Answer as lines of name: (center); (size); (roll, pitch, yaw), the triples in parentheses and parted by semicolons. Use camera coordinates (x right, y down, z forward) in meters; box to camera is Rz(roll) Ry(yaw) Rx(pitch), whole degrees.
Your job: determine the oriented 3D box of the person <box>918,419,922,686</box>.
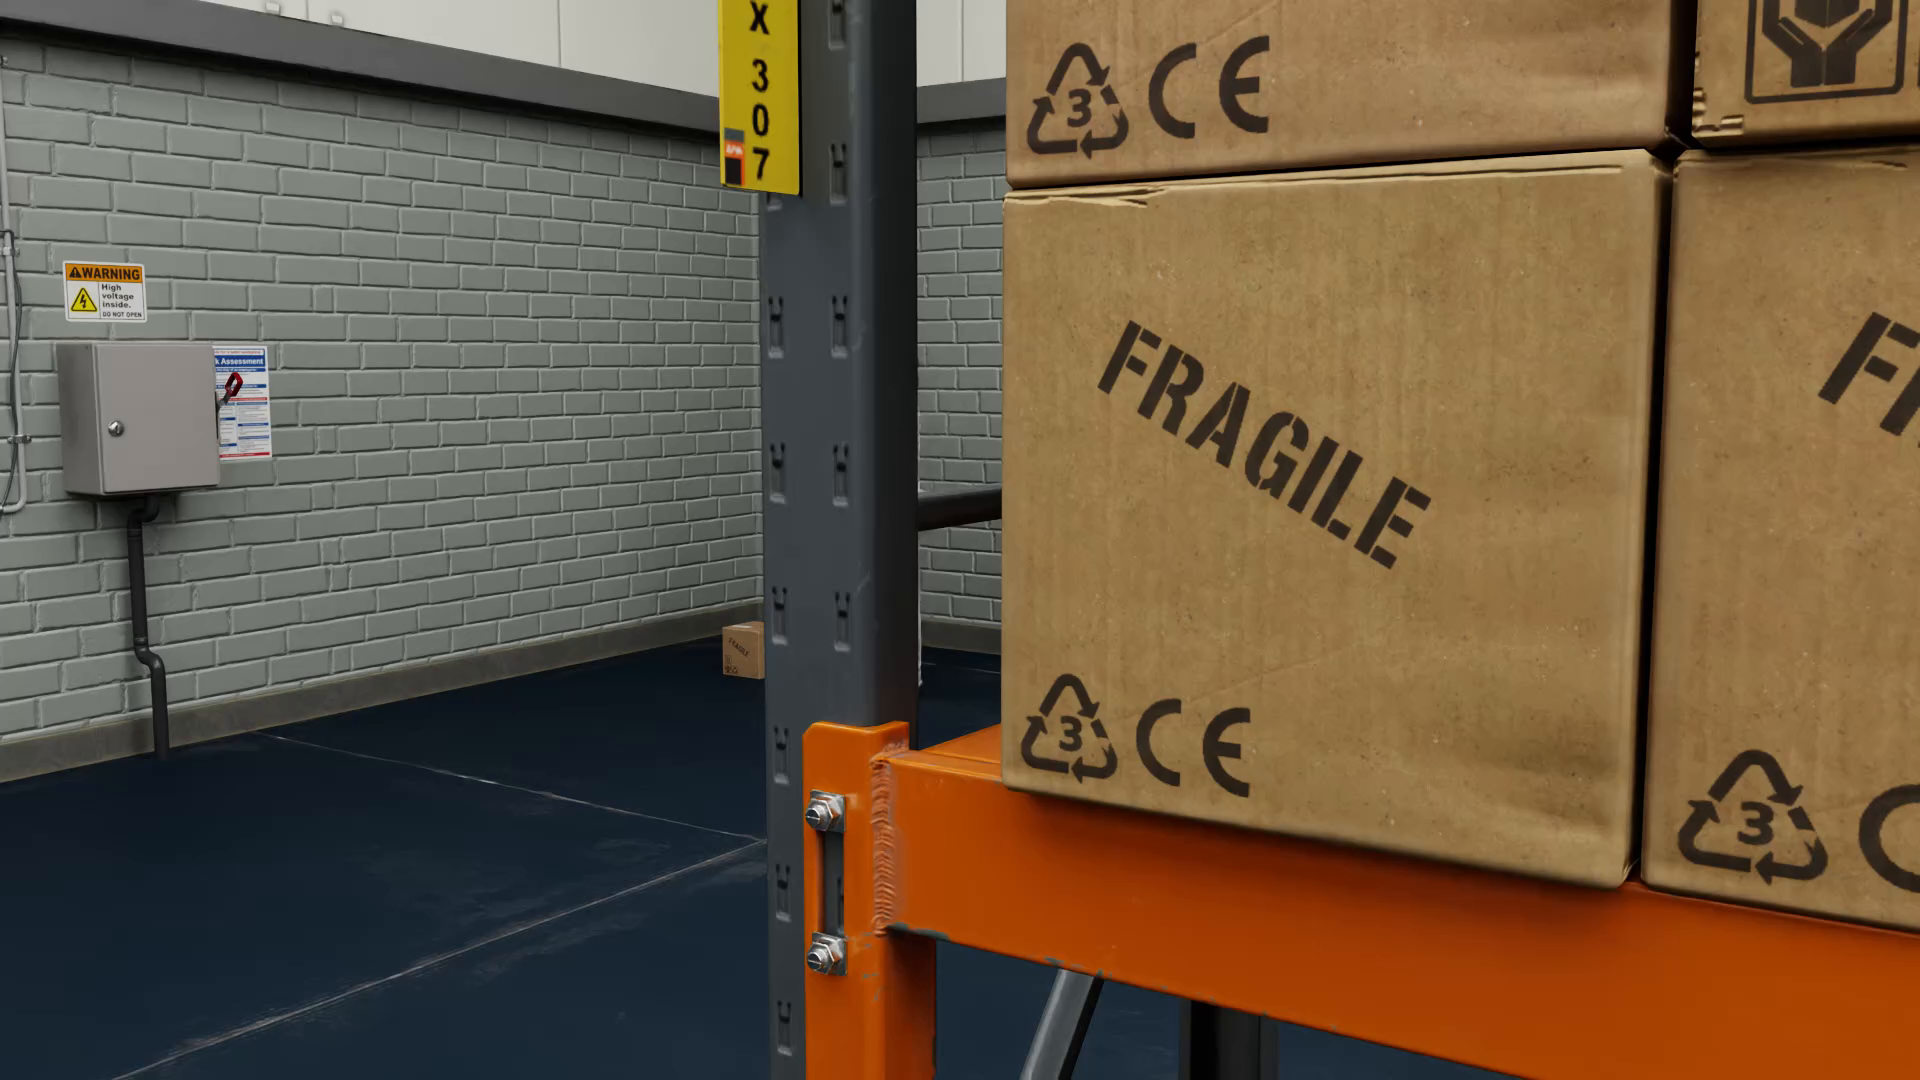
person: (-0.427, -0.080, 8.181); (0.480, 1.697, 0.508); (3, 7, 26)
